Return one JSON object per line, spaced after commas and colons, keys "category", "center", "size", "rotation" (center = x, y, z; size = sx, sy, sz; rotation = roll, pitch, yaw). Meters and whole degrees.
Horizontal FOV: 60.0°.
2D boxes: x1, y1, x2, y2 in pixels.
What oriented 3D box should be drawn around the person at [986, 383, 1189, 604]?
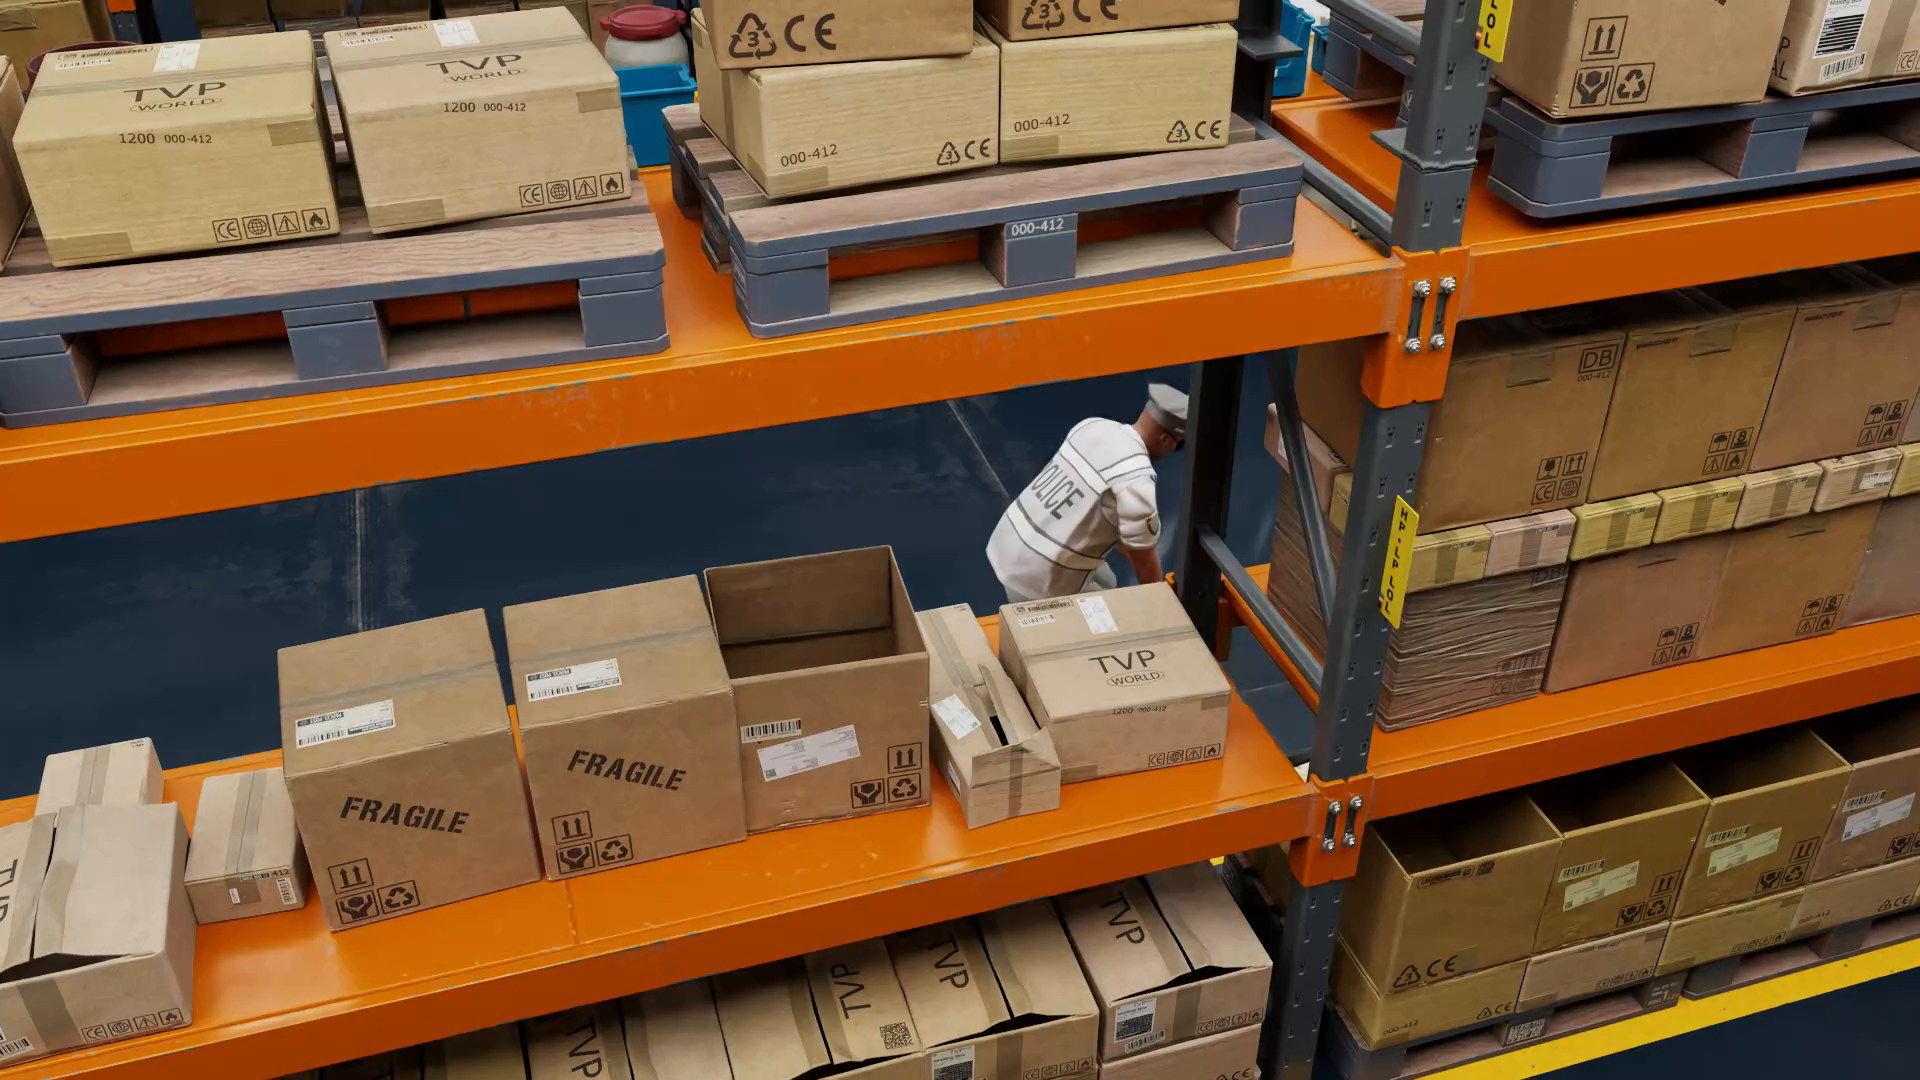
{"category": "person", "center": [0.510, 0.072, 6.367], "size": [0.823, 1.383, 0.590], "rotation": [-8, 35, -12]}
